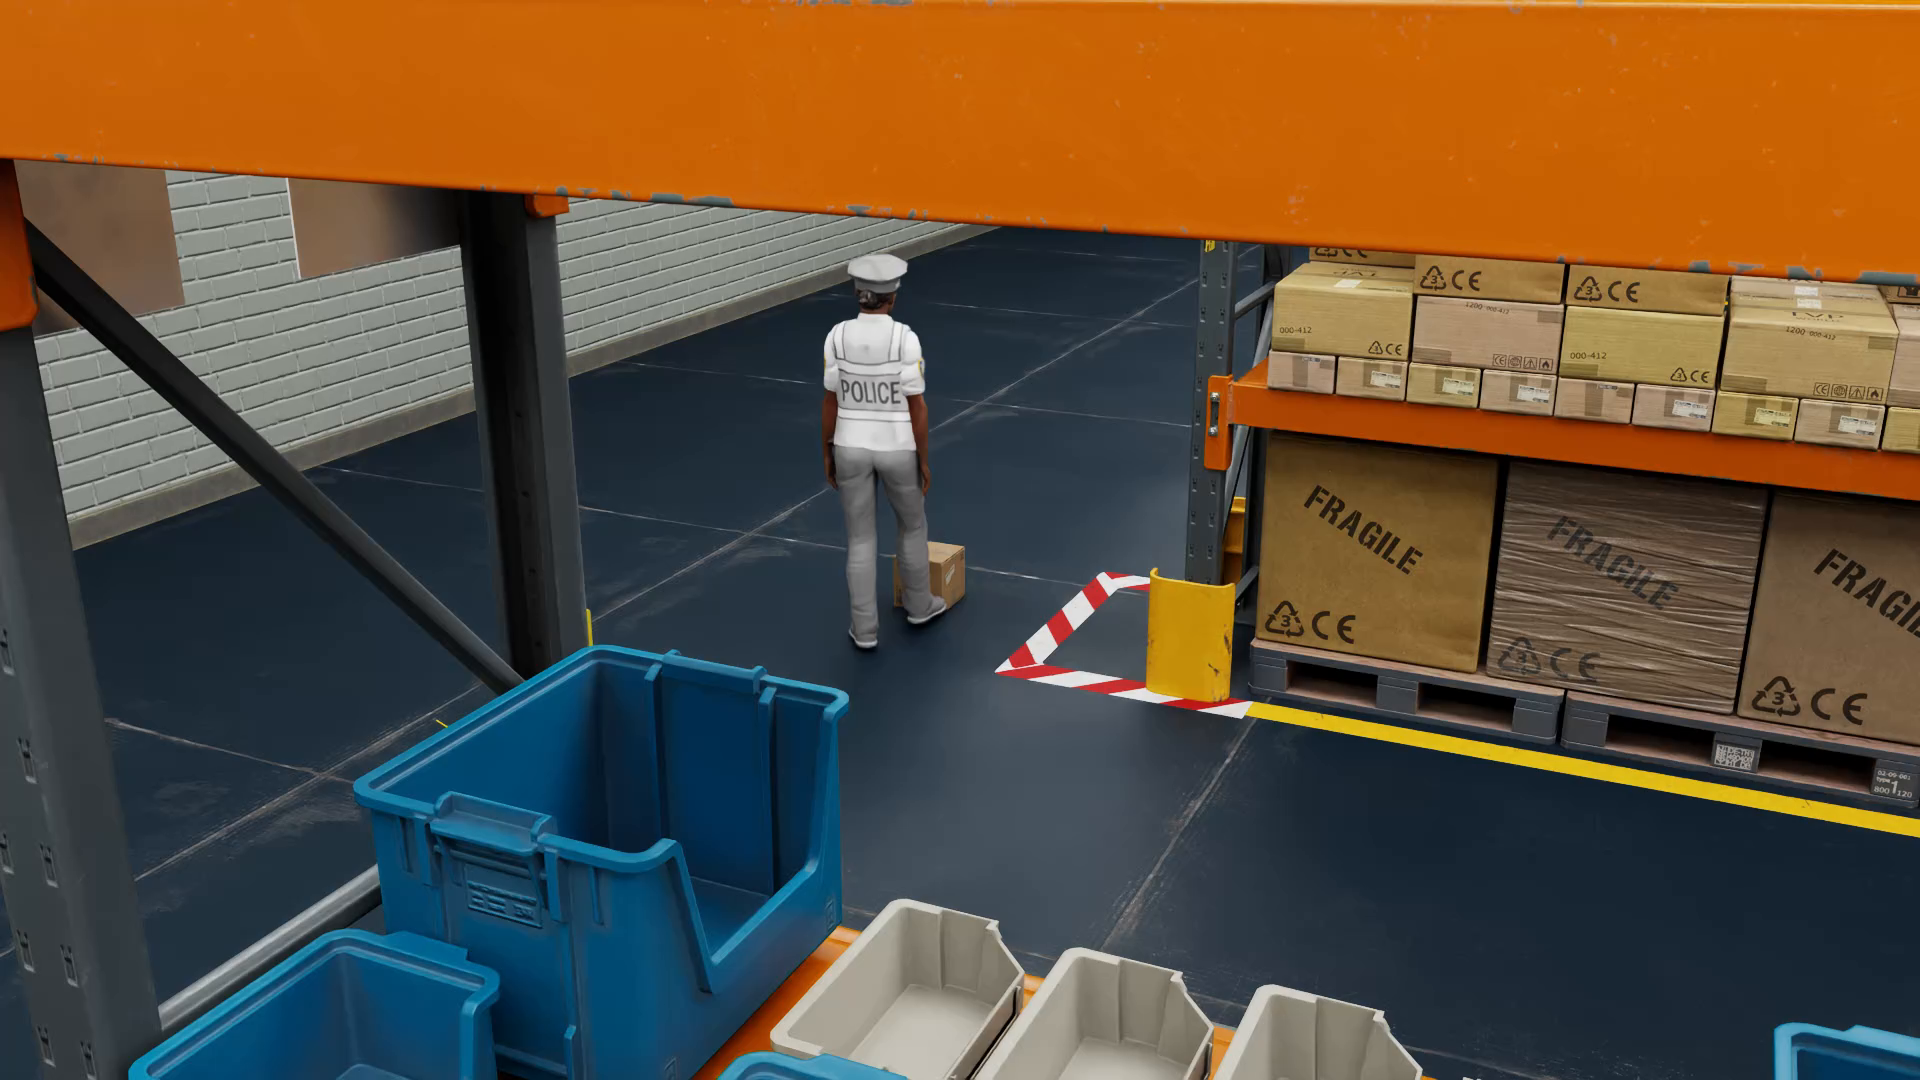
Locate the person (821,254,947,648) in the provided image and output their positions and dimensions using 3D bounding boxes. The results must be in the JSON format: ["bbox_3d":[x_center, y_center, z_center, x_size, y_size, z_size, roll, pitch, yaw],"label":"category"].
[{"bbox_3d":[-0.330,-0.396,7.161,0.487,1.665,0.582,2,19,7],"label":"person"}]
